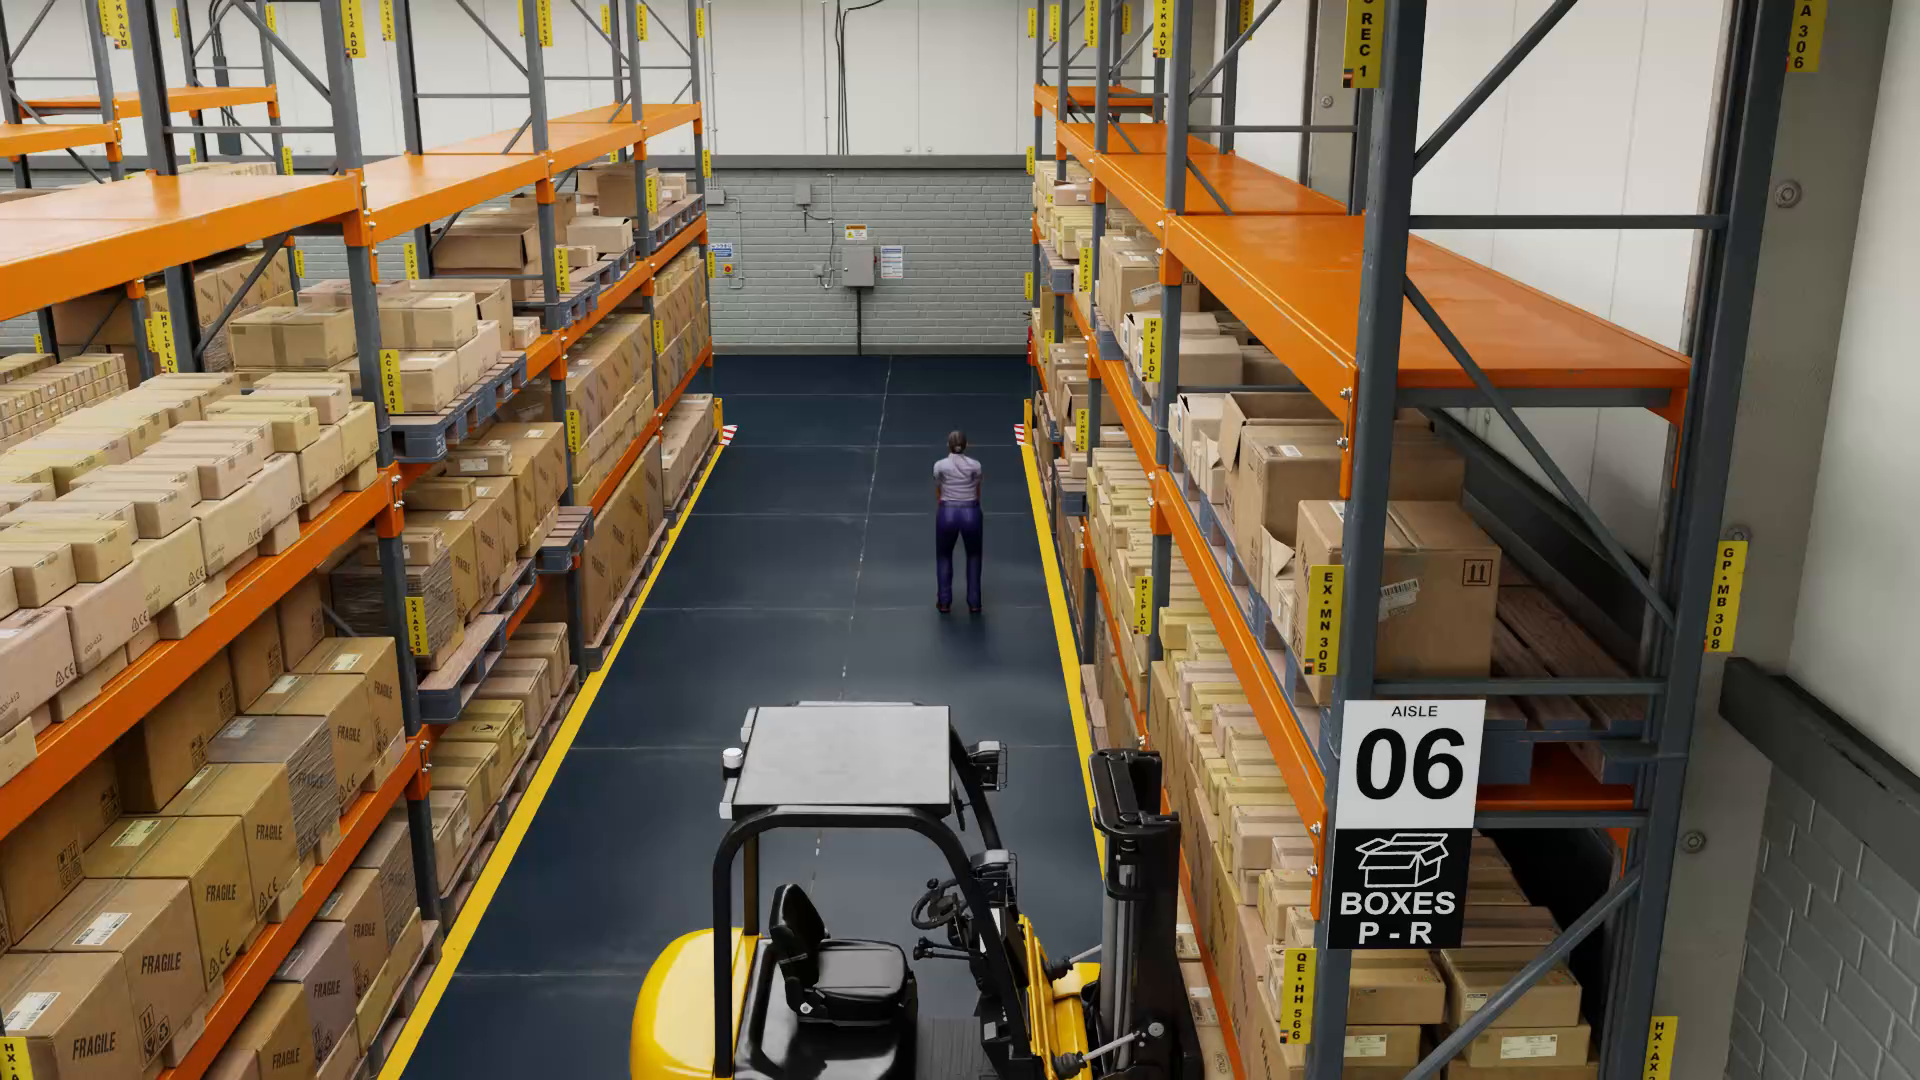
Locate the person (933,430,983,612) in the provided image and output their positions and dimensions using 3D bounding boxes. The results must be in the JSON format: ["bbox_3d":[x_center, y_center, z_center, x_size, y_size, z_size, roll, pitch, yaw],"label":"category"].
[{"bbox_3d":[-0.018,-0.193,14.734,0.435,1.647,0.501,0,17,-1],"label":"person"}]
